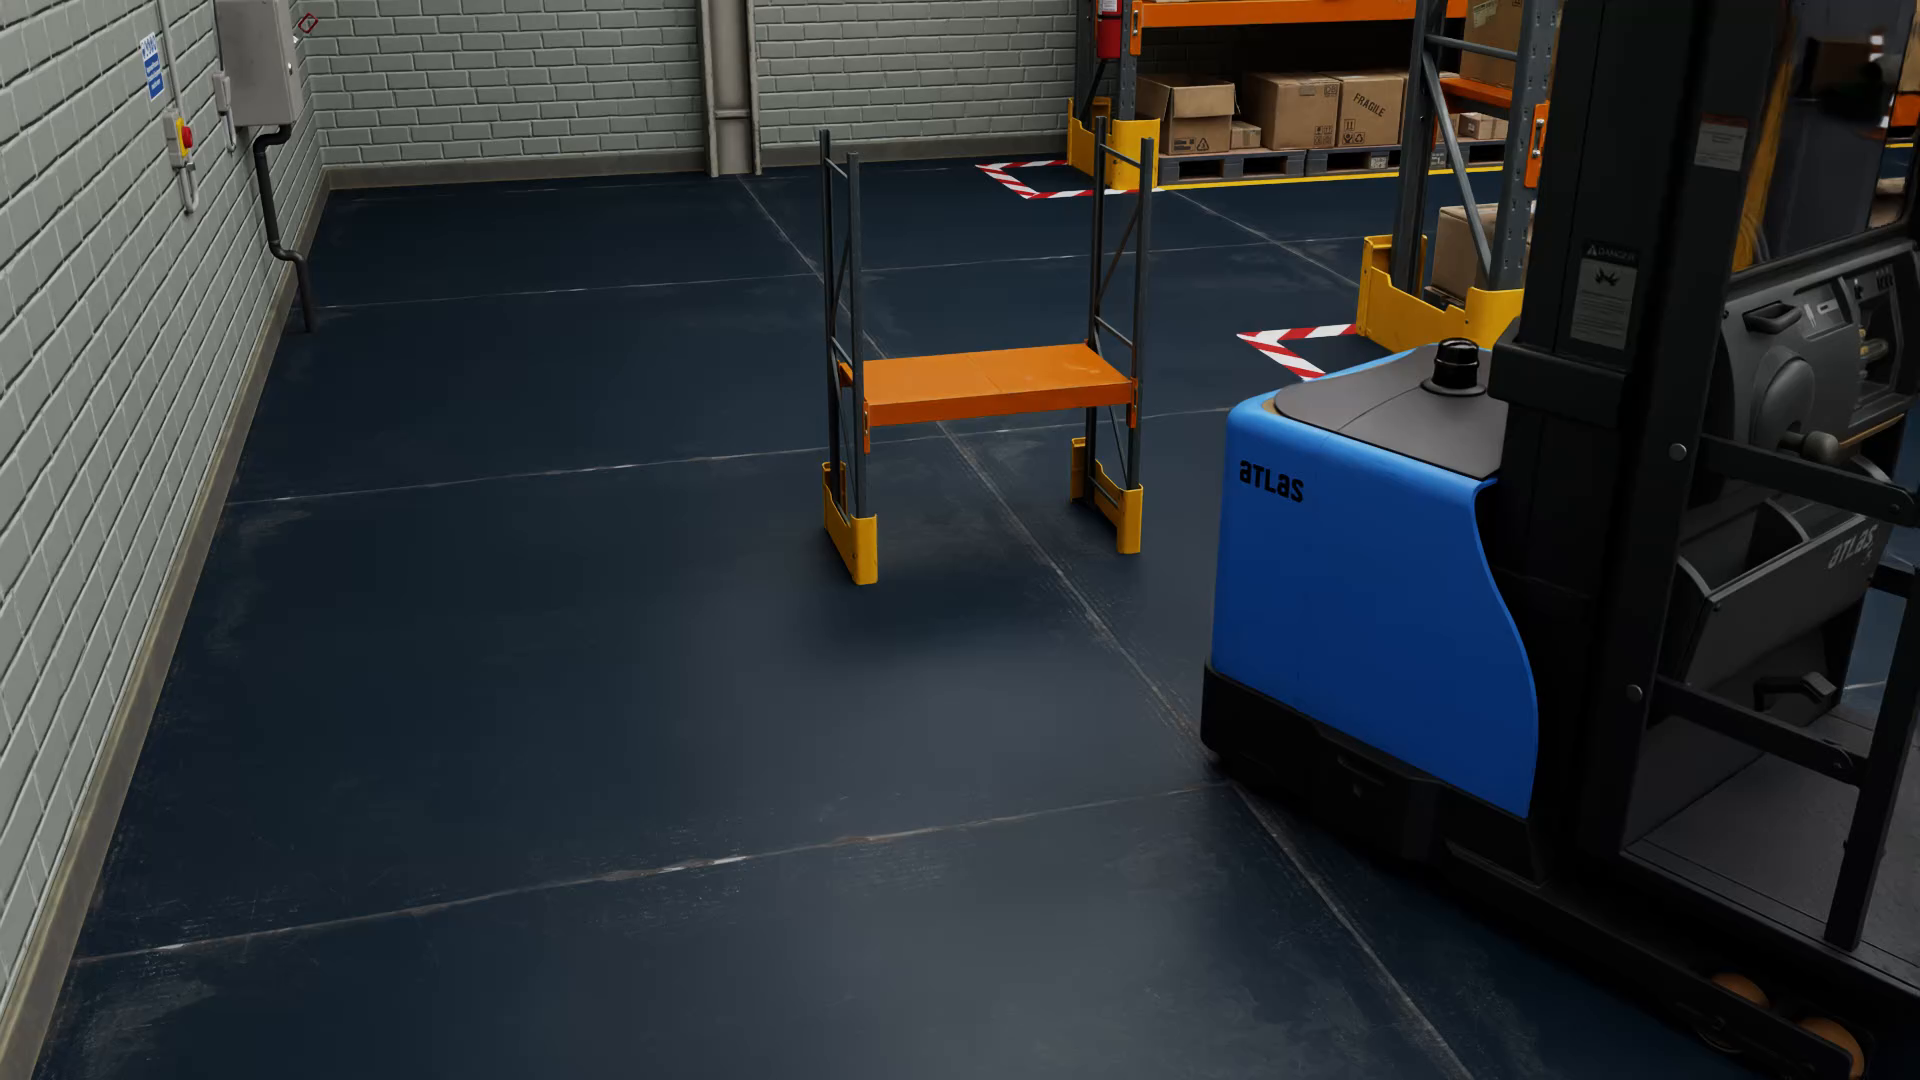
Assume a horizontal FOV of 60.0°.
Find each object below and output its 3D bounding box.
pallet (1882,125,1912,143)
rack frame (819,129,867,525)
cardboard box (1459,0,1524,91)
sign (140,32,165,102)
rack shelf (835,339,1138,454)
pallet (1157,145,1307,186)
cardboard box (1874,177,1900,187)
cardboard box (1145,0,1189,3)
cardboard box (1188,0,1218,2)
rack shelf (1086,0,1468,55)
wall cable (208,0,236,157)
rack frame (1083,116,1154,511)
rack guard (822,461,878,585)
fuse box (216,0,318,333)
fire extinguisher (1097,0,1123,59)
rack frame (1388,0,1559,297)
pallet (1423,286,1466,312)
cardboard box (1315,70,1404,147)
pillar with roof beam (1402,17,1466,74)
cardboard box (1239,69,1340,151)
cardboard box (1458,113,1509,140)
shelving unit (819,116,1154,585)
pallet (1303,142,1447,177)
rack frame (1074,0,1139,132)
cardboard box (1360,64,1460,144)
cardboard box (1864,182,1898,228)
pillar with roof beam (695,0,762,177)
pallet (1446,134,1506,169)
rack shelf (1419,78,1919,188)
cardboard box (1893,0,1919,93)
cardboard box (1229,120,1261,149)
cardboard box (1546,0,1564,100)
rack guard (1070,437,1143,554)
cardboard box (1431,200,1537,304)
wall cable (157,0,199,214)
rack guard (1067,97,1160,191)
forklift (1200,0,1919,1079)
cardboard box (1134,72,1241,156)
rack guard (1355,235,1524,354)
[{"bbox_3d":[8.057,-3.684,14.569,1.213,0.211,1.003,-6,24,-14],"label":"pallet"},{"bbox_3d":[-0.407,-0.644,5.849,0.032,1.500,0.500,-6,24,-14],"label":"rack frame"},{"bbox_3d":[2.821,-2.493,8.128,0.500,0.500,0.500,-6,24,-14],"label":"cardboard box"},{"bbox_3d":[-3.041,-1.785,6.262,0.001,0.218,0.327,-6,24,-14],"label":"sign"},{"bbox_3d":[0.082,-0.533,6.046,1.000,0.185,0.538,-6,24,-14],"label":"rack shelf"},{"bbox_3d":[1.924,-2.991,12.953,1.213,0.211,1.003,-6,24,-14],"label":"pallet"},{"bbox_3d":[5.646,-1.710,9.149,0.875,0.438,0.875,-7,24,-15],"label":"cardboard box"},{"bbox_3d":[1.474,-3.994,12.073,0.250,0.149,0.380,-6,24,-15],"label":"cardboard box"},{"bbox_3d":[1.706,-4.039,12.178,0.250,0.149,0.380,-6,24,-13],"label":"cardboard box"},{"bbox_3d":[3.009,-4.061,12.823,4.000,0.370,1.077,-6,24,-14],"label":"rack shelf"},{"bbox_3d":[-3.389,-2.689,7.425,0.122,1.984,0.588,-6,24,-14],"label":"wall cable"},{"bbox_3d":[0.572,-0.752,6.102,0.032,1.500,0.500,-6,24,-14],"label":"rack frame"},{"bbox_3d":[-0.406,-0.070,6.096,0.087,0.250,0.587,-6,24,-14],"label":"rack guard"},{"bbox_3d":[-3.422,-1.906,8.523,0.414,1.711,0.539,-6,24,-14],"label":"fuse box"},{"bbox_3d":[1.067,-3.781,11.828,0.183,0.674,0.296,-6,24,-14],"label":"fire extinguisher"},{"bbox_3d":[2.428,-2.295,7.794,0.127,3.000,1.000,-6,24,-14],"label":"rack frame"},{"bbox_3d":[3.177,-1.128,8.612,1.213,0.211,1.003,-6,24,-14],"label":"pallet"},{"bbox_3d":[3.068,-3.347,12.884,0.500,0.500,0.500,-6,24,-13],"label":"cardboard box"},{"bbox_3d":[5.184,-5.995,8.811,0.400,9.000,9.100,-6,24,-14],"label":"pillar with roof beam"},{"bbox_3d":[2.532,-3.329,12.841,0.500,0.500,0.700,-5,24,-12],"label":"cardboard box"},{"bbox_3d":[4.134,-3.333,13.147,0.258,0.266,0.396,-5,24,-12],"label":"cardboard box"},{"bbox_3d":[0.073,-0.697,5.973,1.083,1.500,0.587,-6,24,-14],"label":"shelving unit"},{"bbox_3d":[3.096,-3.119,13.252,1.213,0.211,1.003,-6,24,-14],"label":"pallet"},{"bbox_3d":[1.083,-4.179,12.185,0.127,3.000,1.000,-6,24,-14],"label":"rack frame"},{"bbox_3d":[3.531,-3.439,13.099,0.500,0.500,0.700,-7,24,-16],"label":"cardboard box"},{"bbox_3d":[4.784,-1.615,8.926,0.875,0.438,0.875,-7,24,-16],"label":"cardboard box"},{"bbox_3d":[-0.593,-5.356,7.321,0.400,9.000,9.100,-6,24,-14],"label":"pillar with roof beam"},{"bbox_3d":[4.273,-3.251,13.558,1.213,0.211,1.003,-6,24,-14],"label":"pallet"},{"bbox_3d":[4.354,-2.177,8.432,4.000,0.370,1.077,-6,24,-14],"label":"rack shelf"},{"bbox_3d":[4.419,-2.454,8.039,0.500,0.500,0.500,-6,24,-13],"label":"cardboard box"},{"bbox_3d":[2.118,-3.121,12.803,0.250,0.149,0.380,-7,24,-16],"label":"cardboard box"},{"bbox_3d":[2.968,-2.283,7.639,0.500,0.500,0.500,-7,24,-15],"label":"cardboard box"},{"bbox_3d":[0.553,-0.176,6.343,0.087,0.250,0.587,-6,24,-14],"label":"rack guard"},{"bbox_3d":[3.036,-1.419,8.469,0.875,0.438,0.875,-7,24,-16],"label":"cardboard box"},{"bbox_3d":[-2.995,-2.167,6.167,0.123,1.953,0.585,-6,24,-14],"label":"wall cable"},{"bbox_3d":[1.157,-3.038,12.697,0.348,0.500,1.175,-6,24,-14],"label":"rack guard"},{"bbox_3d":[2.014,-0.393,3.450,1.130,2.935,3.031,-18,29,-36],"label":"forklift"},{"bbox_3d":[1.698,-3.254,12.662,0.637,0.503,0.797,-7,24,-16],"label":"cardboard box"},{"bbox_3d":[2.405,-1.144,8.281,0.348,0.500,1.175,-6,24,-14],"label":"rack guard"}]
